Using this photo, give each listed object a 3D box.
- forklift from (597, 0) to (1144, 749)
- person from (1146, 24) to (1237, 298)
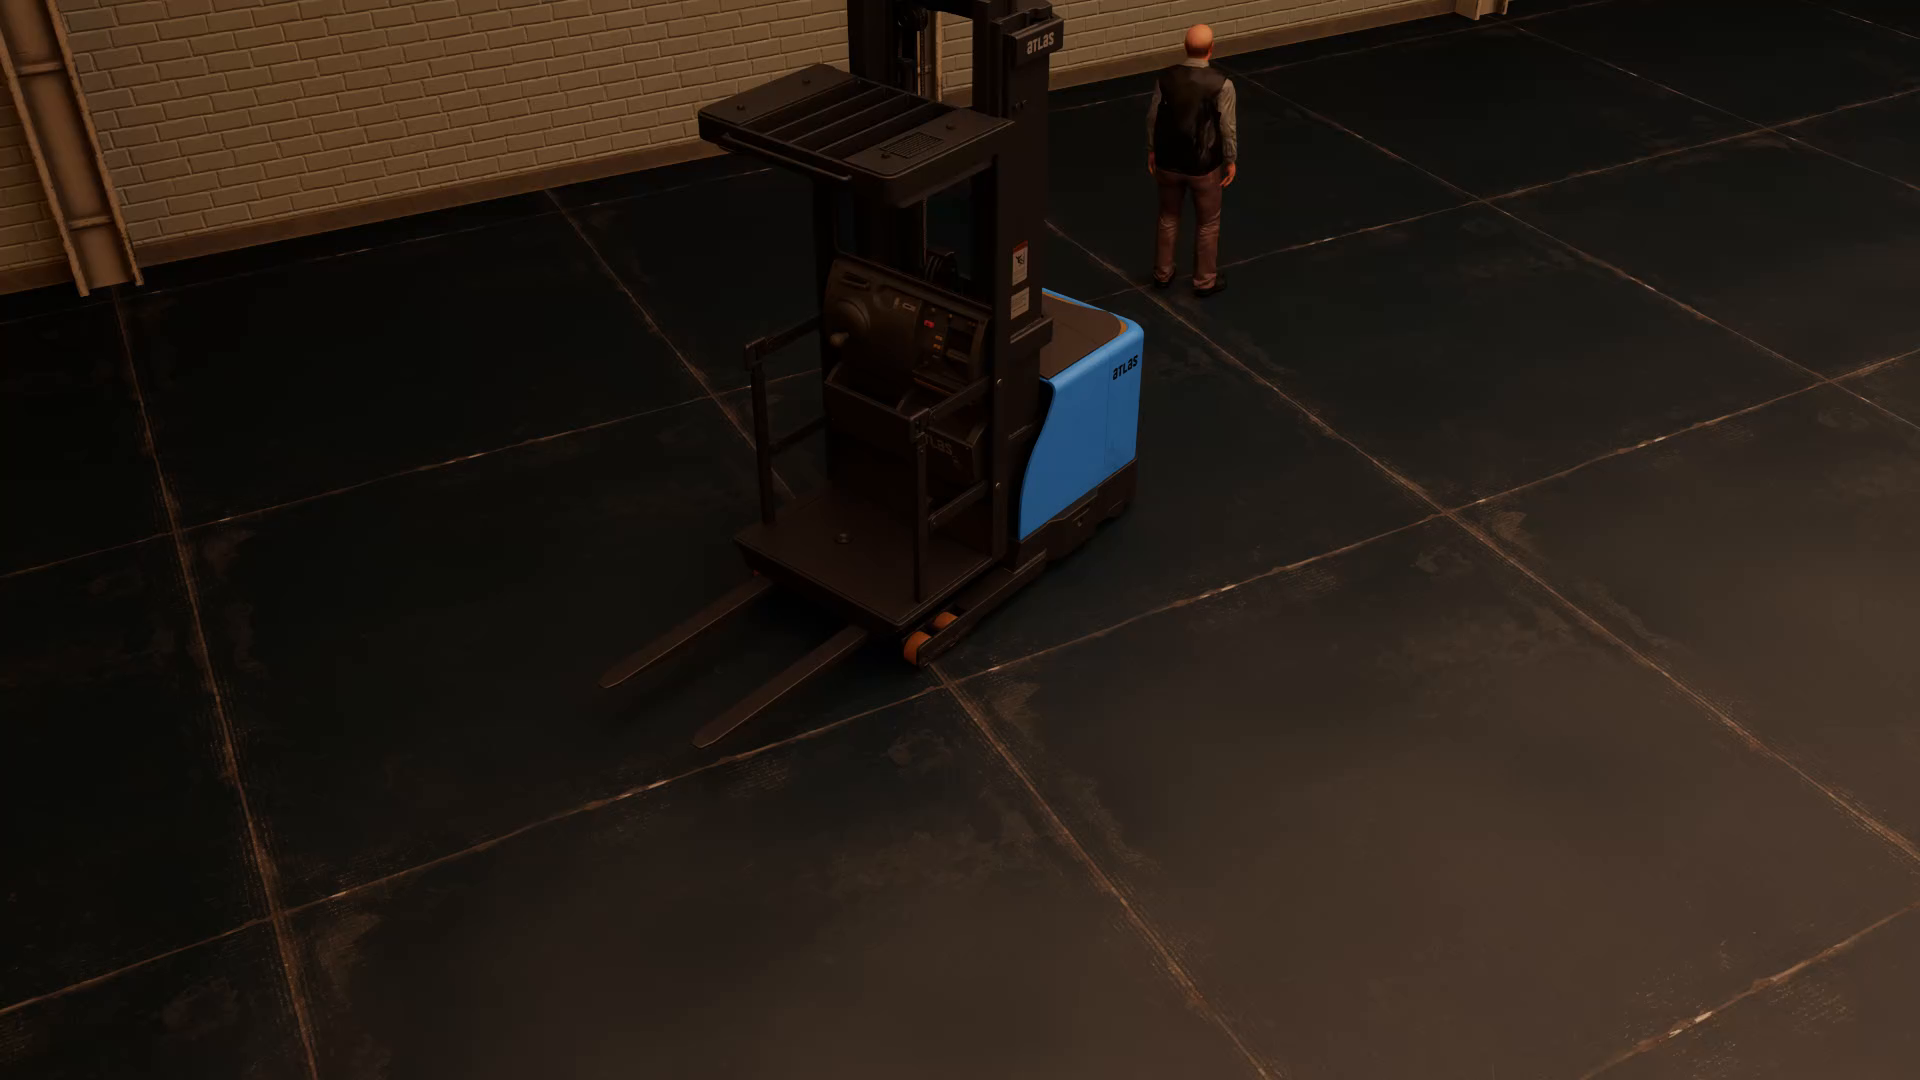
[{"bbox_3d":[-0.390,-0.927,7.434,1.130,2.935,3.031,26,43,31],"label":"forklift"},{"bbox_3d":[1.453,-2.387,10.548,0.592,1.722,0.416,16,38,21],"label":"person"}]
